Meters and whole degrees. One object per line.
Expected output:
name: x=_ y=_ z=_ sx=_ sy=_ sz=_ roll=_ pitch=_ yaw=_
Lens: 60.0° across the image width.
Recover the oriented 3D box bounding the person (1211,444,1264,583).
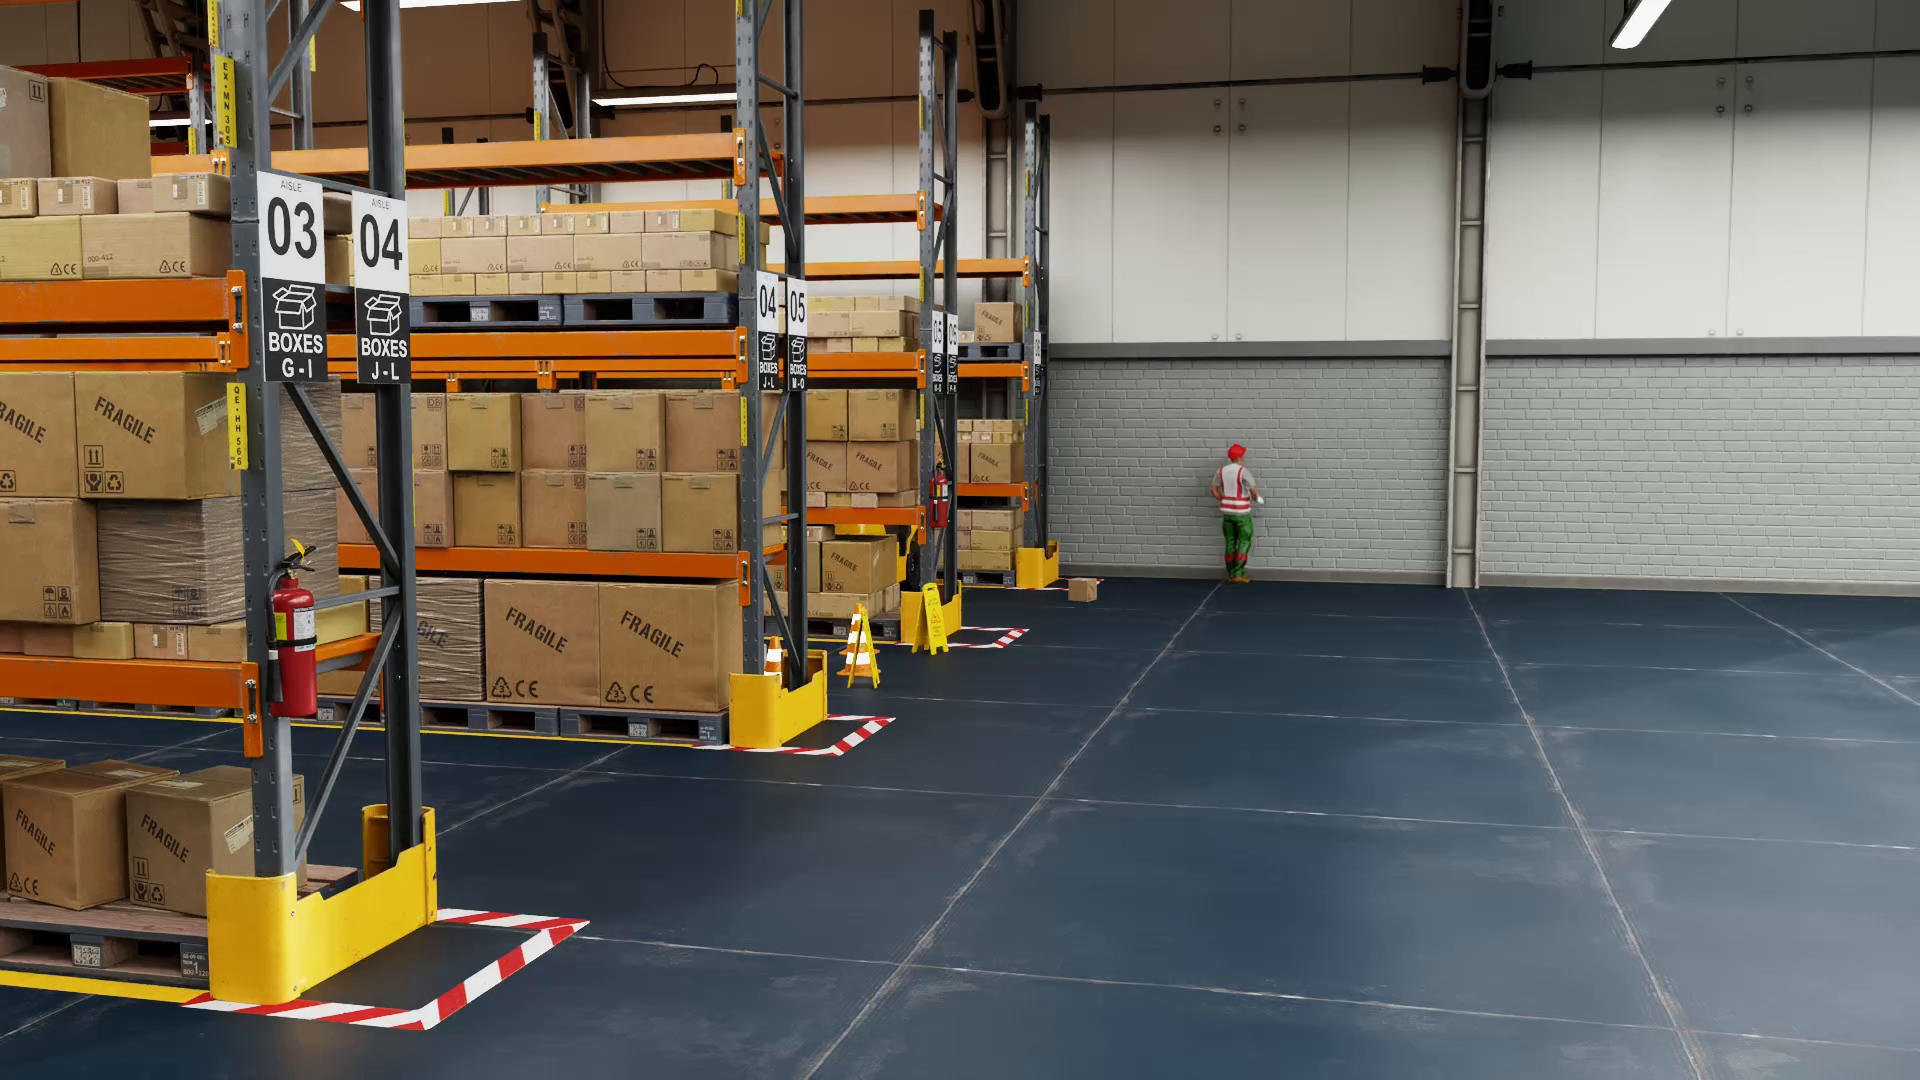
person: x=3.628 y=-0.348 z=21.488 sx=0.655 sy=1.786 sz=0.509 roll=4 pitch=7 yaw=43
